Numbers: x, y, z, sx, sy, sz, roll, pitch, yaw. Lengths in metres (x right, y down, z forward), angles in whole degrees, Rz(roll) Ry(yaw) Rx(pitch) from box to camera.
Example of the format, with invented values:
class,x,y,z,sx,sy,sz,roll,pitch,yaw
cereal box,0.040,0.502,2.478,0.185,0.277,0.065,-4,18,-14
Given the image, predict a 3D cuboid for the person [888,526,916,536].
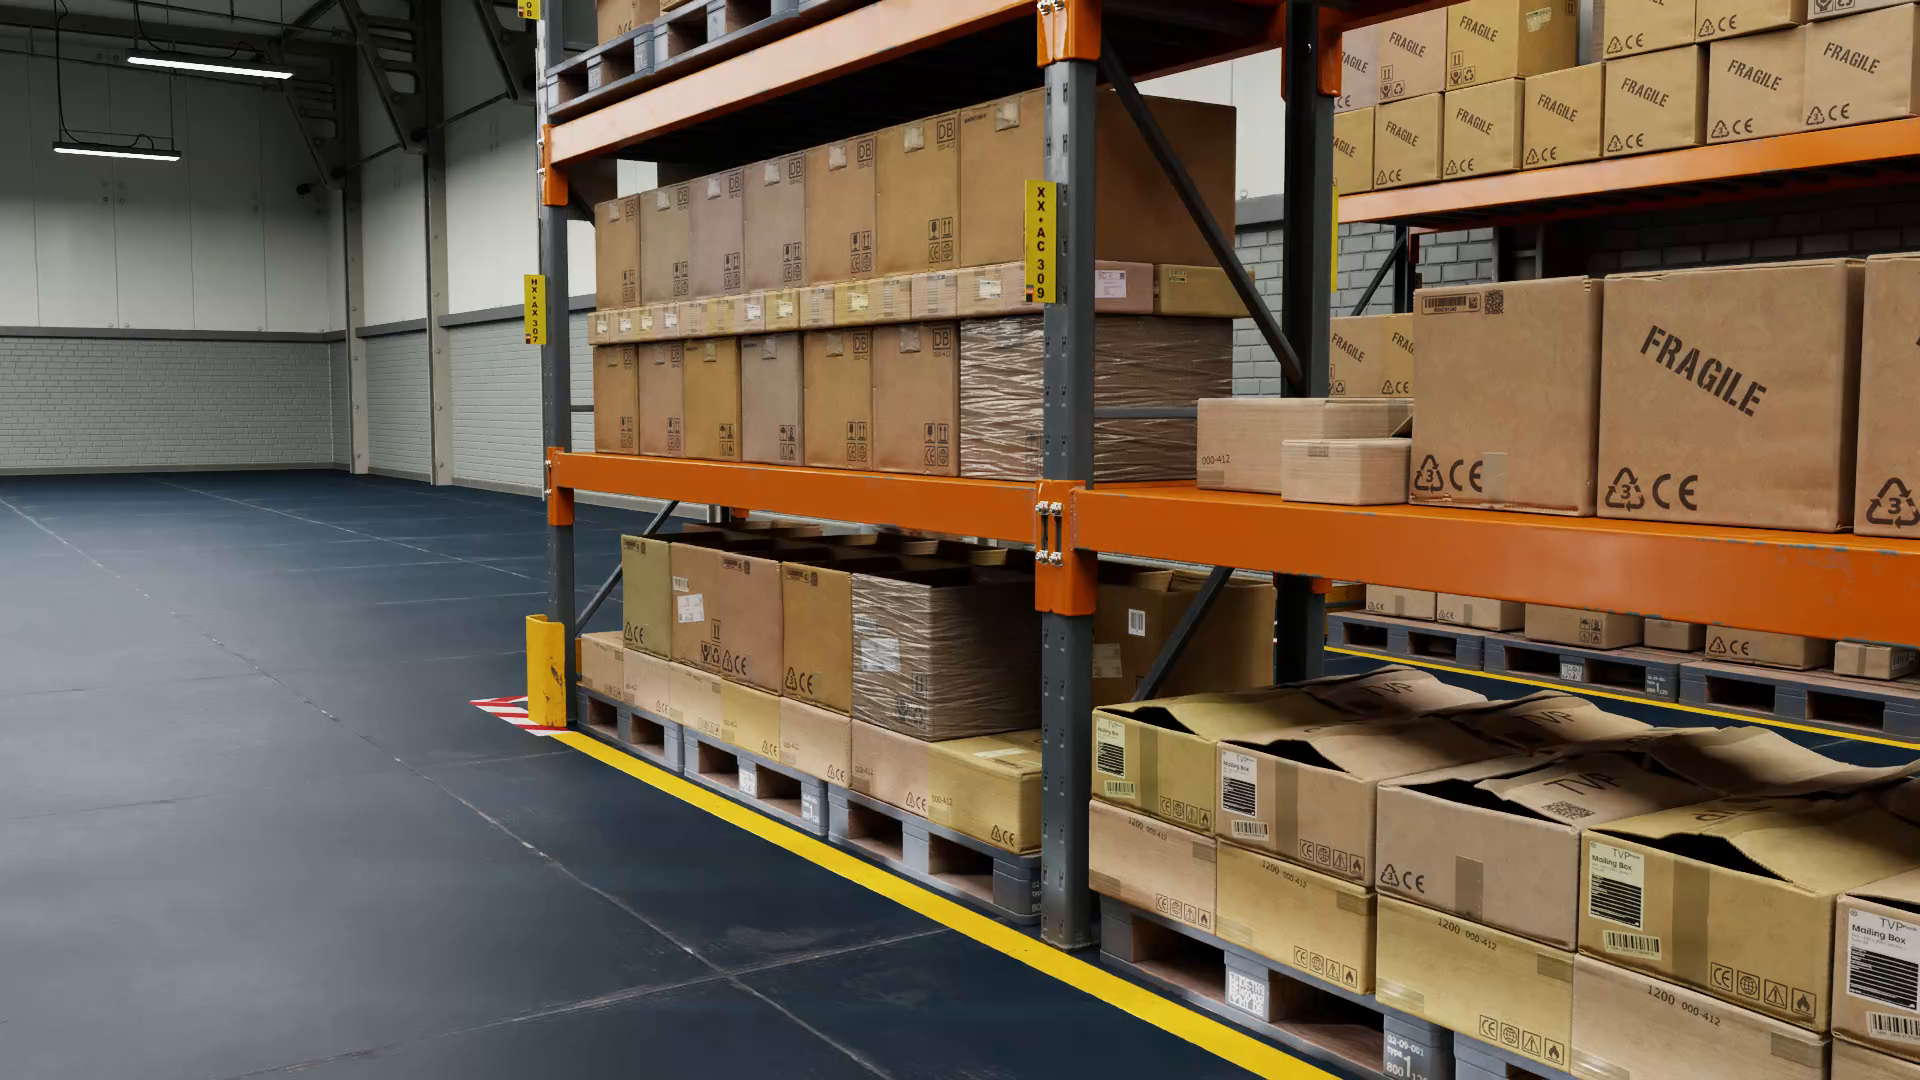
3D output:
class,x,y,z,sx,sy,sz,roll,pitch,yaw
person,-0.275,-0.040,9.114,0.452,1.663,0.548,-3,6,-35
